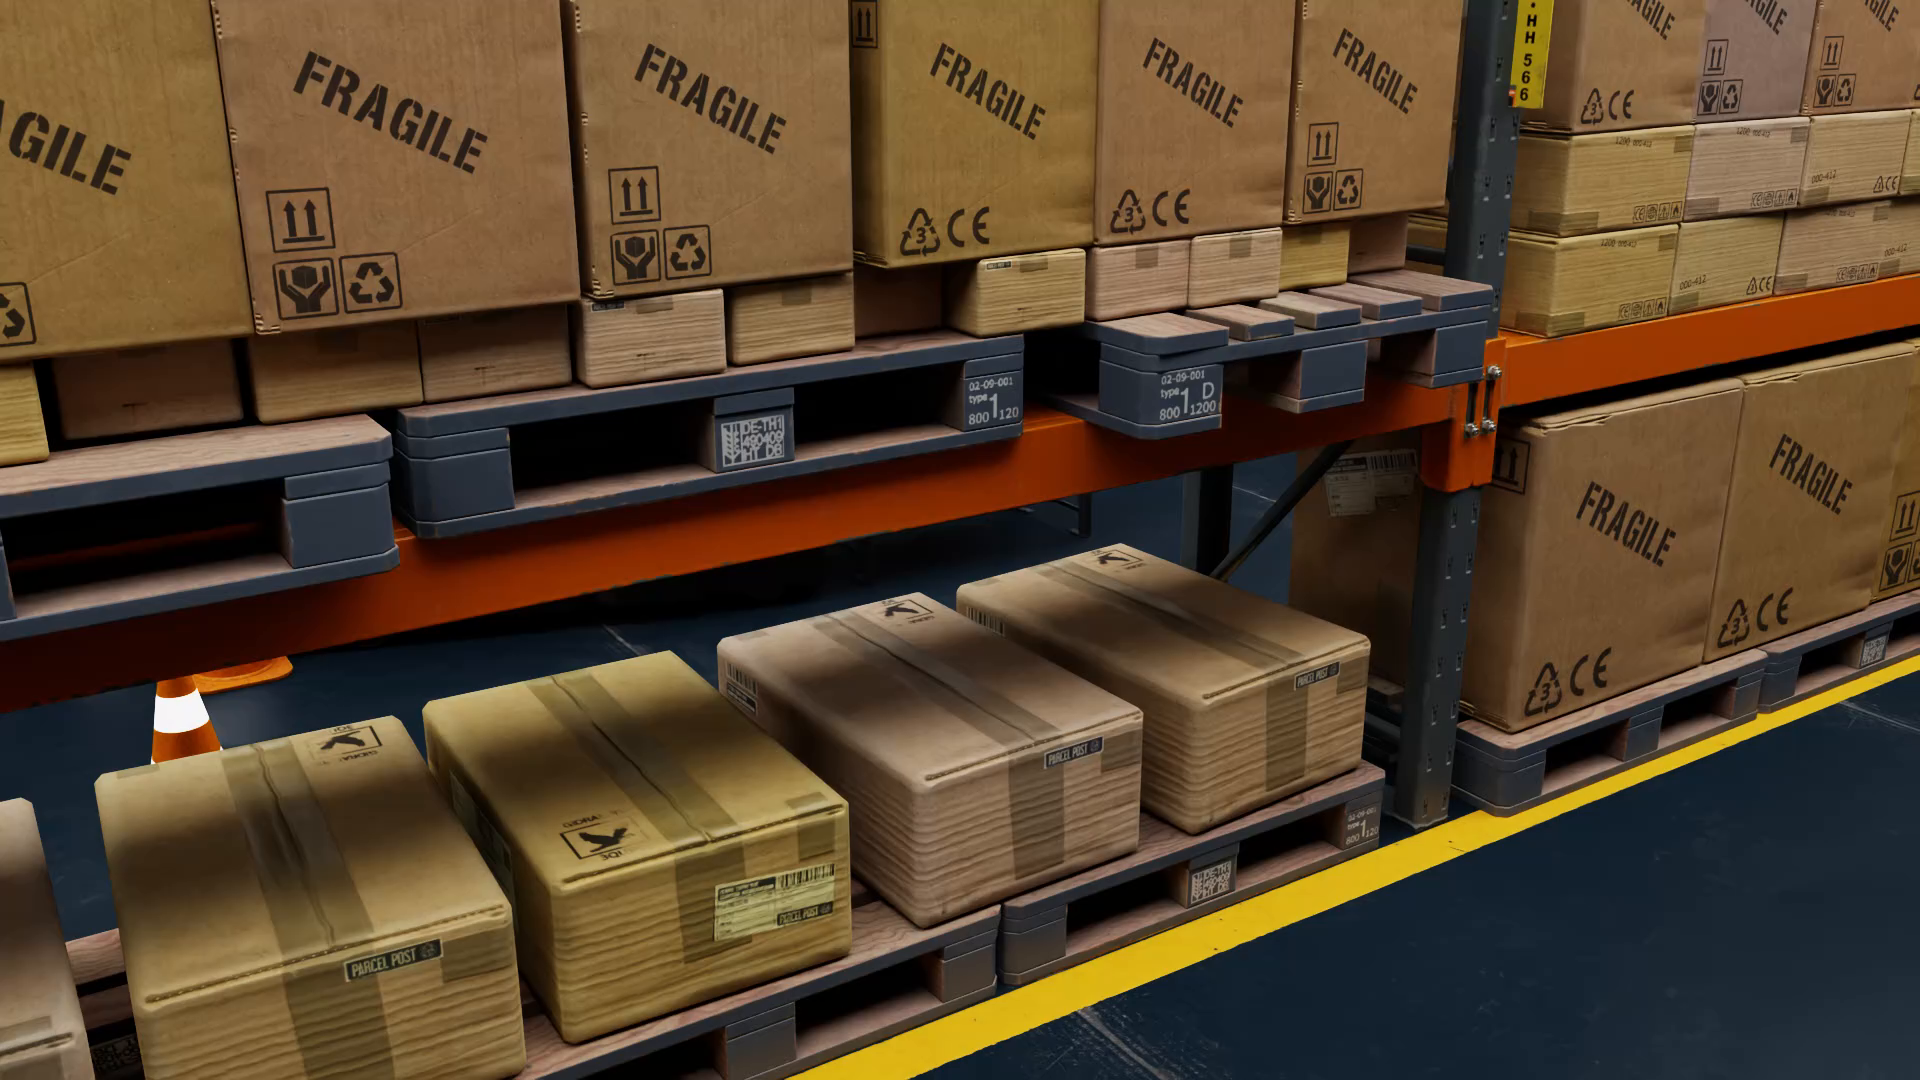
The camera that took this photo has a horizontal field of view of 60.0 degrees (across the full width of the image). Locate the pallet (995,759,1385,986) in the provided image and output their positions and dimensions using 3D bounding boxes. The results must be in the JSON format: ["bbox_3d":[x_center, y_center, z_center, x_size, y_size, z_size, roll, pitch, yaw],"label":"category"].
[{"bbox_3d":[0.340,0.675,4.419,1.213,0.211,1.003,-12,22,-31],"label":"pallet"}]

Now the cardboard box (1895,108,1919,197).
[{"bbox_3d":[2.838,-1.234,5.164,0.500,0.250,0.500,-11,22,-30],"label":"cardboard box"}]

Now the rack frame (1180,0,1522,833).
[{"bbox_3d":[0.993,-0.784,4.379,0.127,3.000,1.000,-12,22,-31],"label":"rack frame"}]

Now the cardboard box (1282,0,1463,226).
[{"bbox_3d":[0.766,-1.016,3.791,0.500,0.500,0.500,-13,22,-33],"label":"cardboard box"}]

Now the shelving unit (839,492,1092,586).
[{"bbox_3d":[-0.042,-0.697,6.466,1.048,1.500,0.538,-12,22,-31],"label":"shelving unit"}]

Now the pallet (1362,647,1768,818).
[{"bbox_3d":[1.693,0.419,5.177,1.213,0.211,1.003,-12,22,-31],"label":"pallet"}]

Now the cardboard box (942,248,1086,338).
[{"bbox_3d":[0.042,-0.525,3.352,0.250,0.149,0.380,-11,22,-30],"label":"cardboard box"}]

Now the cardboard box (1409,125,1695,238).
[{"bbox_3d":[1.552,-0.973,4.391,0.500,0.250,0.500,-12,22,-32],"label":"cardboard box"}]

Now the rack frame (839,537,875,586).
[{"bbox_3d":[-0.469,-0.609,6.203,0.032,1.500,0.500,-12,22,-31],"label":"rack frame"}]

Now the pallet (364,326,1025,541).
[{"bbox_3d":[-0.638,-0.333,3.346,1.213,0.211,1.003,-12,22,-31],"label":"pallet"}]

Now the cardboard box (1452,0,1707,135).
[{"bbox_3d":[1.540,-1.326,4.266,0.500,0.500,0.500,-13,22,-33],"label":"cardboard box"}]

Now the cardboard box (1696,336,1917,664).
[{"bbox_3d":[2.363,-0.231,5.407,0.875,0.875,0.875,-12,22,-31],"label":"cardboard box"}]

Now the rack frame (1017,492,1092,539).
[{"bbox_3d":[0.384,-0.786,6.728,0.032,1.500,0.500,-12,22,-31],"label":"rack frame"}]

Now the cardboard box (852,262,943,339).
[{"bbox_3d":[-0.237,-0.515,3.321,0.250,0.149,0.380,-12,22,-31],"label":"cardboard box"}]

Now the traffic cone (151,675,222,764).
[{"bbox_3d":[-2.082,0.530,4.455,0.334,0.463,0.336,-12,22,-31],"label":"traffic cone"}]

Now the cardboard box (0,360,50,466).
[{"bbox_3d":[-1.499,-0.213,2.429,0.250,0.149,0.380,-11,22,-30],"label":"cardboard box"}]

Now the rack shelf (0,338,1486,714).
[{"bbox_3d":[-0.677,-0.090,3.452,4.000,0.370,1.077,-12,22,-31],"label":"rack shelf"}]

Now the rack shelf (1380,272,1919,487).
[{"bbox_3d":[2.664,-0.795,5.536,4.000,0.370,1.077,-12,22,-31],"label":"rack shelf"}]

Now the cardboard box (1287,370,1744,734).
[{"bbox_3d":[1.616,-0.075,4.946,0.875,0.875,0.875,-12,22,-32],"label":"cardboard box"}]

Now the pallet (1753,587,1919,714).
[{"bbox_3d":[2.711,0.205,5.808,1.213,0.211,1.003,-12,22,-31],"label":"pallet"}]

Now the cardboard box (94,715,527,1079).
[{"bbox_3d":[-1.312,0.746,3.301,0.625,0.372,0.950,-10,21,-28],"label":"cardboard box"}]

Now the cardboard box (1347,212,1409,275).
[{"bbox_3d":[0.849,-0.743,3.995,0.250,0.149,0.380,-11,22,-29],"label":"cardboard box"}]

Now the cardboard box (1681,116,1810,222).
[{"bbox_3d":[1.984,-1.063,4.660,0.500,0.250,0.500,-11,22,-30],"label":"cardboard box"}]

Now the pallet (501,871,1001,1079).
[{"bbox_3d":[-0.678,0.888,3.788,1.213,0.211,1.003,-12,22,-31],"label":"pallet"}]

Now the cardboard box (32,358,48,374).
[{"bbox_3d":[-1.644,-0.420,3.040,0.250,0.149,0.380,-12,22,-32],"label":"cardboard box"}]

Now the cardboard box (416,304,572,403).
[{"bbox_3d":[-0.859,-0.361,2.865,0.250,0.149,0.380,-12,22,-31],"label":"cardboard box"}]

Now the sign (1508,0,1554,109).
[{"bbox_3d":[1.300,-1.151,3.782,0.005,0.325,0.100,-12,22,-31],"label":"sign"}]

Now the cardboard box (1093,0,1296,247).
[{"bbox_3d":[0.341,-0.922,3.513,0.500,0.500,0.500,-12,22,-32],"label":"cardboard box"}]

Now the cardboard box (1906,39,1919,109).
[{"bbox_3d":[2.812,-1.591,5.050,0.500,0.500,0.500,-12,22,-31],"label":"cardboard box"}]

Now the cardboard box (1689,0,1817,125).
[{"bbox_3d":[1.949,-1.416,4.532,0.500,0.500,0.500,-12,22,-31],"label":"cardboard box"}]

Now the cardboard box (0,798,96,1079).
[{"bbox_3d":[-1.911,0.874,2.924,0.625,0.372,0.950,-12,22,-31],"label":"cardboard box"}]

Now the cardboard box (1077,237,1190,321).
[{"bbox_3d":[0.264,-0.578,3.506,0.250,0.149,0.380,-13,23,-34],"label":"cardboard box"}]

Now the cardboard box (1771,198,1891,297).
[{"bbox_3d":[2.401,-0.917,5.009,0.500,0.250,0.500,-11,22,-30],"label":"cardboard box"}]

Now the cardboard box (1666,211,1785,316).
[{"bbox_3d":[1.959,-0.827,4.740,0.500,0.250,0.500,-13,22,-33],"label":"cardboard box"}]

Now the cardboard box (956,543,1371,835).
[{"bbox_3d":[0.516,0.359,4.446,0.625,0.372,0.950,-14,23,-35],"label":"cardboard box"}]

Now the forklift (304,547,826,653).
[{"bbox_3d":[-2.070,-1.196,5.705,3.031,2.935,1.130,-5,19,-15],"label":"forklift"}]

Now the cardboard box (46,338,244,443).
[{"bbox_3d":[-1.304,-0.284,2.637,0.250,0.149,0.380,-10,21,-28],"label":"cardboard box"}]

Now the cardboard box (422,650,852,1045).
[{"bbox_3d":[-0.733,0.623,3.665,0.625,0.372,0.950,-11,22,-30],"label":"cardboard box"}]

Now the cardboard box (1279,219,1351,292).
[{"bbox_3d":[0.665,-0.676,3.798,0.250,0.149,0.380,-12,22,-31],"label":"cardboard box"}]

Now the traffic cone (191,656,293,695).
[{"bbox_3d":[-2.390,0.211,5.397,0.334,0.463,0.336,-12,22,-31],"label":"traffic cone"}]

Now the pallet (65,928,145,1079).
[{"bbox_3d":[-1.698,1.104,3.148,1.213,0.211,1.003,-12,22,-31],"label":"pallet"}]

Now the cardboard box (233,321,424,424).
[{"bbox_3d":[-1.066,-0.318,2.738,0.250,0.149,0.380,-12,22,-31],"label":"cardboard box"}]

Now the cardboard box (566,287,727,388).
[{"bbox_3d":[-0.608,-0.394,2.963,0.250,0.149,0.380,-11,22,-29],"label":"cardboard box"}]

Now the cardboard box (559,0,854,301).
[{"bbox_3d":[-0.537,-0.737,2.966,0.500,0.500,0.500,-13,23,-34],"label":"cardboard box"}]

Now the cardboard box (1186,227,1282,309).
[{"bbox_3d":[0.479,-0.620,3.631,0.250,0.149,0.380,-12,22,-32],"label":"cardboard box"}]

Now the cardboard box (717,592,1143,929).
[{"bbox_3d":[-0.096,0.491,4.055,0.625,0.372,0.950,-12,22,-32],"label":"cardboard box"}]

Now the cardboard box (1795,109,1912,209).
[{"bbox_3d":[2.408,-1.148,4.910,0.500,0.250,0.500,-12,22,-32],"label":"cardboard box"}]

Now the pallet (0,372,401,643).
[{"bbox_3d":[-1.629,-0.084,2.609,1.213,0.211,1.003,-12,22,-31],"label":"pallet"}]

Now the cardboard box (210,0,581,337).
[{"bbox_3d":[-0.960,-0.644,2.689,0.500,0.500,0.500,-12,22,-32],"label":"cardboard box"}]

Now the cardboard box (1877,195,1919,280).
[{"bbox_3d":[2.811,-1.005,5.269,0.500,0.250,0.500,-12,22,-31],"label":"cardboard box"}]

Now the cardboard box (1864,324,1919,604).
[{"bbox_3d":[3.110,-0.389,5.873,0.875,0.875,0.875,-11,22,-30],"label":"cardboard box"}]

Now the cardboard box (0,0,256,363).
[{"bbox_3d":[-1.380,-0.560,2.443,0.500,0.500,0.500,-12,22,-31],"label":"cardboard box"}]

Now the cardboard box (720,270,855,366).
[{"bbox_3d":[-0.402,-0.449,3.125,0.250,0.149,0.380,-13,22,-33],"label":"cardboard box"}]

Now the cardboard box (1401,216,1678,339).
[{"bbox_3d":[1.540,-0.731,4.459,0.500,0.250,0.500,-12,22,-32],"label":"cardboard box"}]

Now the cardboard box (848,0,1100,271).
[{"bbox_3d":[-0.080,-0.833,3.249,0.500,0.500,0.500,-14,23,-35],"label":"cardboard box"}]

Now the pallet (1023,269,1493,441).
[{"bbox_3d":[0.457,-0.539,3.954,1.003,0.211,1.213,-12,22,-31],"label":"pallet"}]

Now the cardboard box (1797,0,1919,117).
[{"bbox_3d":[2.389,-1.503,4.790,0.500,0.500,0.500,-11,22,-30],"label":"cardboard box"}]
